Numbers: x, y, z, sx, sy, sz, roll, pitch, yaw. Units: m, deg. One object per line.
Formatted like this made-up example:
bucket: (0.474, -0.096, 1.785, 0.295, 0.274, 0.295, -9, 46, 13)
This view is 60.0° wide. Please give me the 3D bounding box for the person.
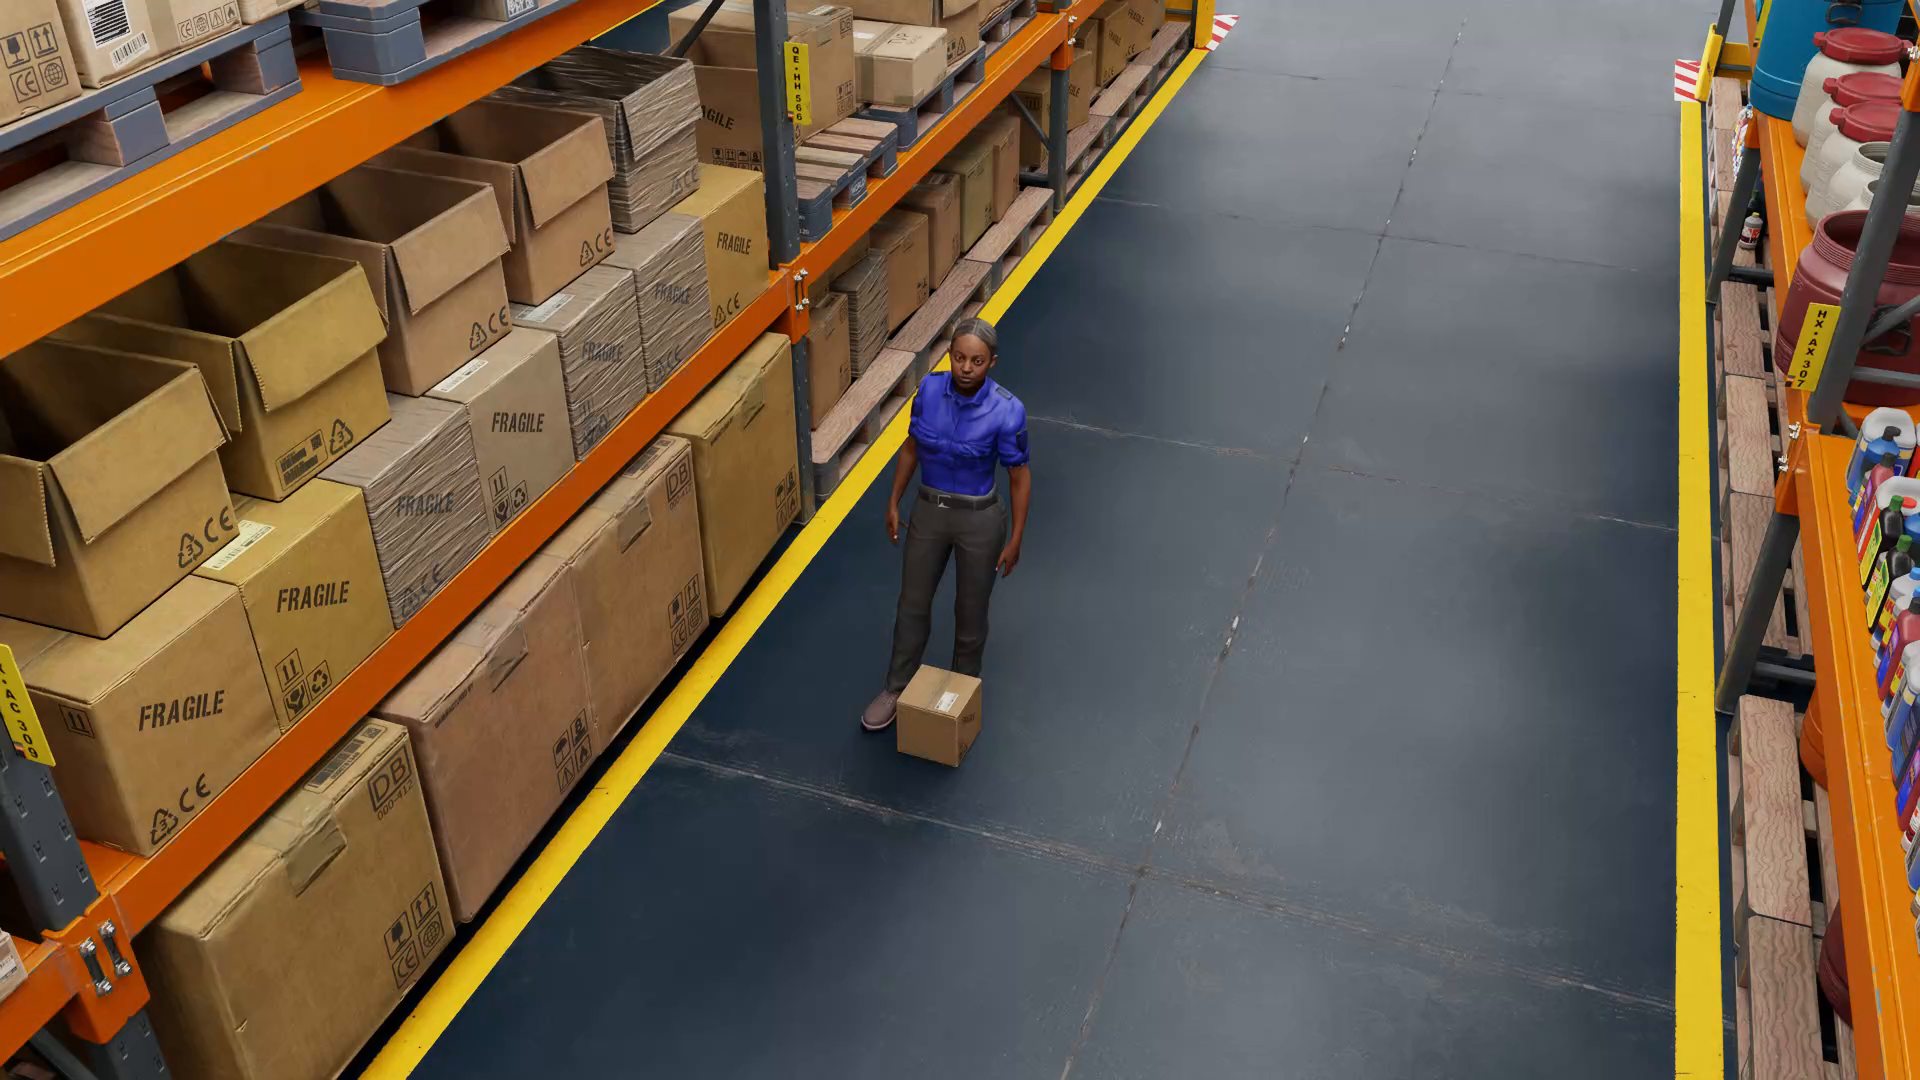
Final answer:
person: (-0.050, -0.019, 6.159, 0.570, 1.654, 0.504, 13, 36, 19)
